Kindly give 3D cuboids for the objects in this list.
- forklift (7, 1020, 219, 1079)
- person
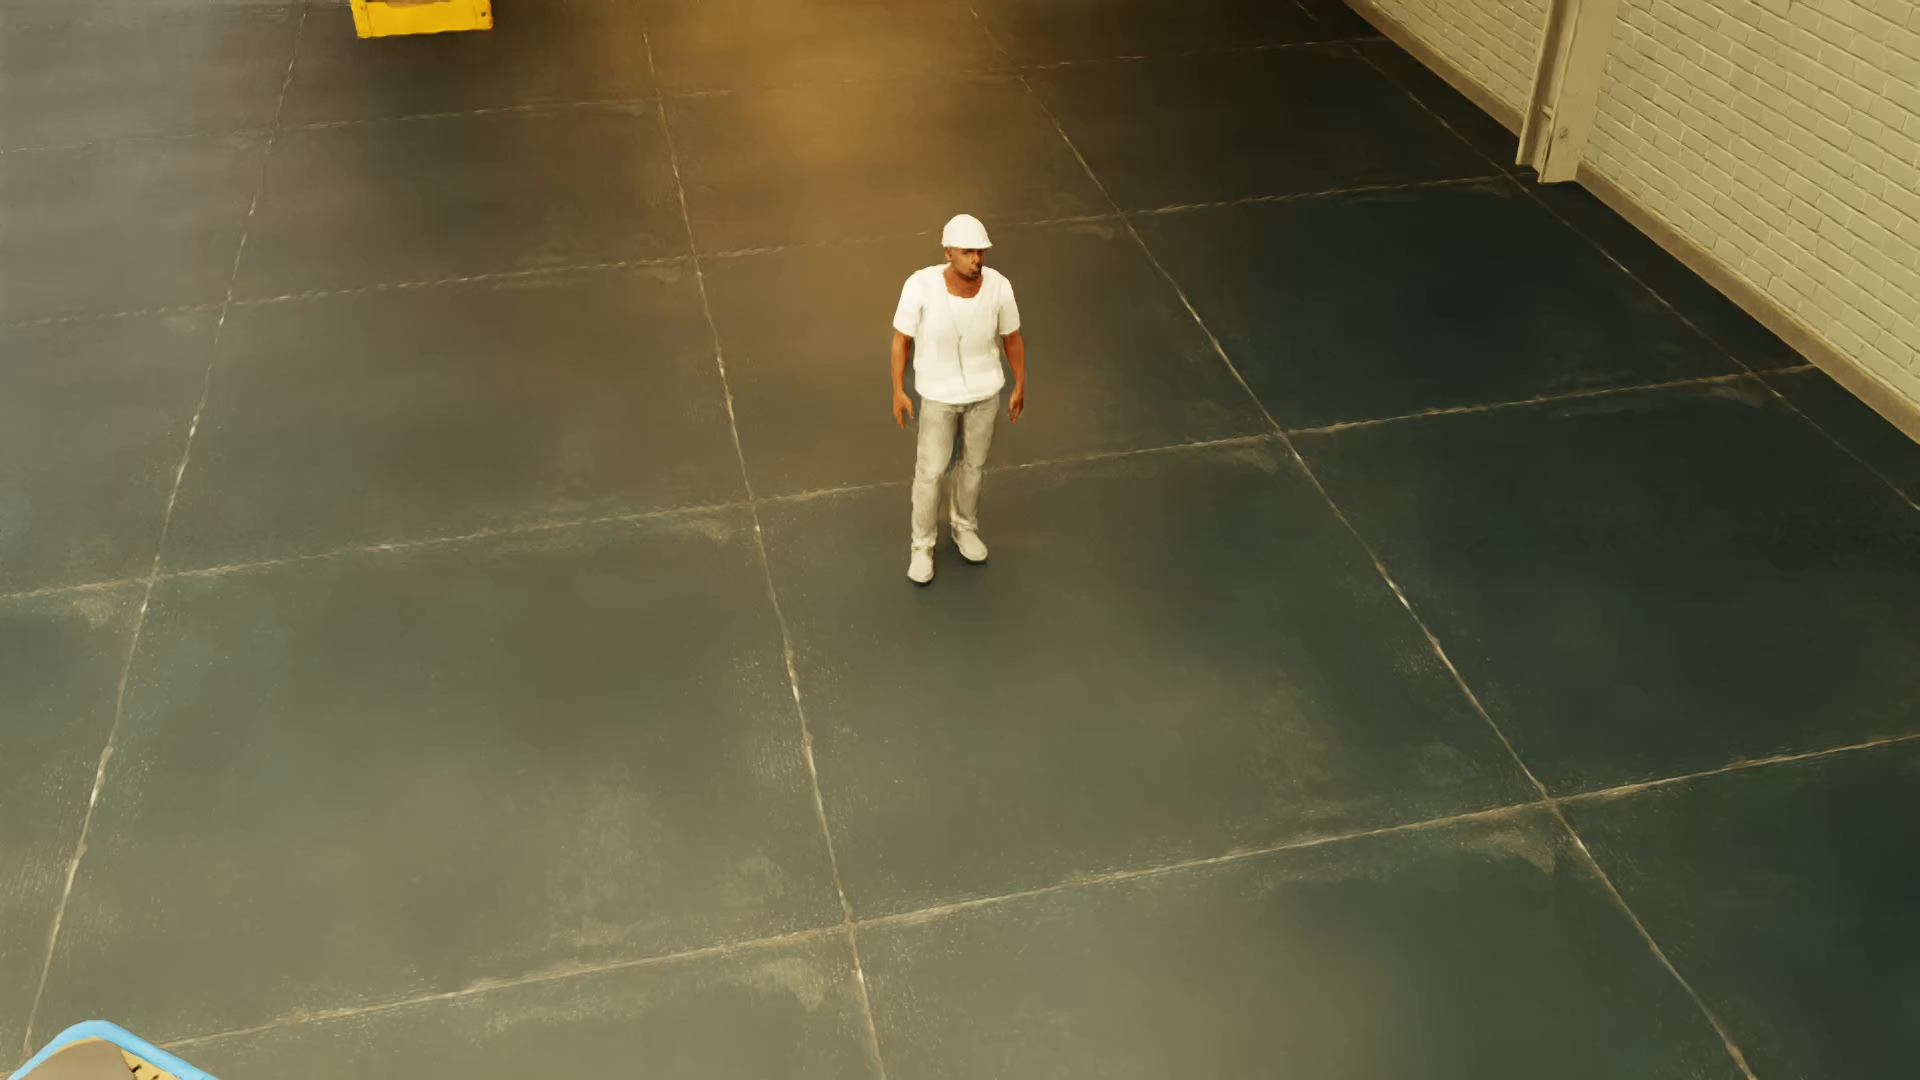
[{"bbox_3d":[-2.782,1.946,3.347,1.130,2.935,3.031,17,39,22],"label":"forklift"},{"bbox_3d":[0.011,-0.682,7.983,0.665,1.766,0.576,-8,36,-11],"label":"person"}]
